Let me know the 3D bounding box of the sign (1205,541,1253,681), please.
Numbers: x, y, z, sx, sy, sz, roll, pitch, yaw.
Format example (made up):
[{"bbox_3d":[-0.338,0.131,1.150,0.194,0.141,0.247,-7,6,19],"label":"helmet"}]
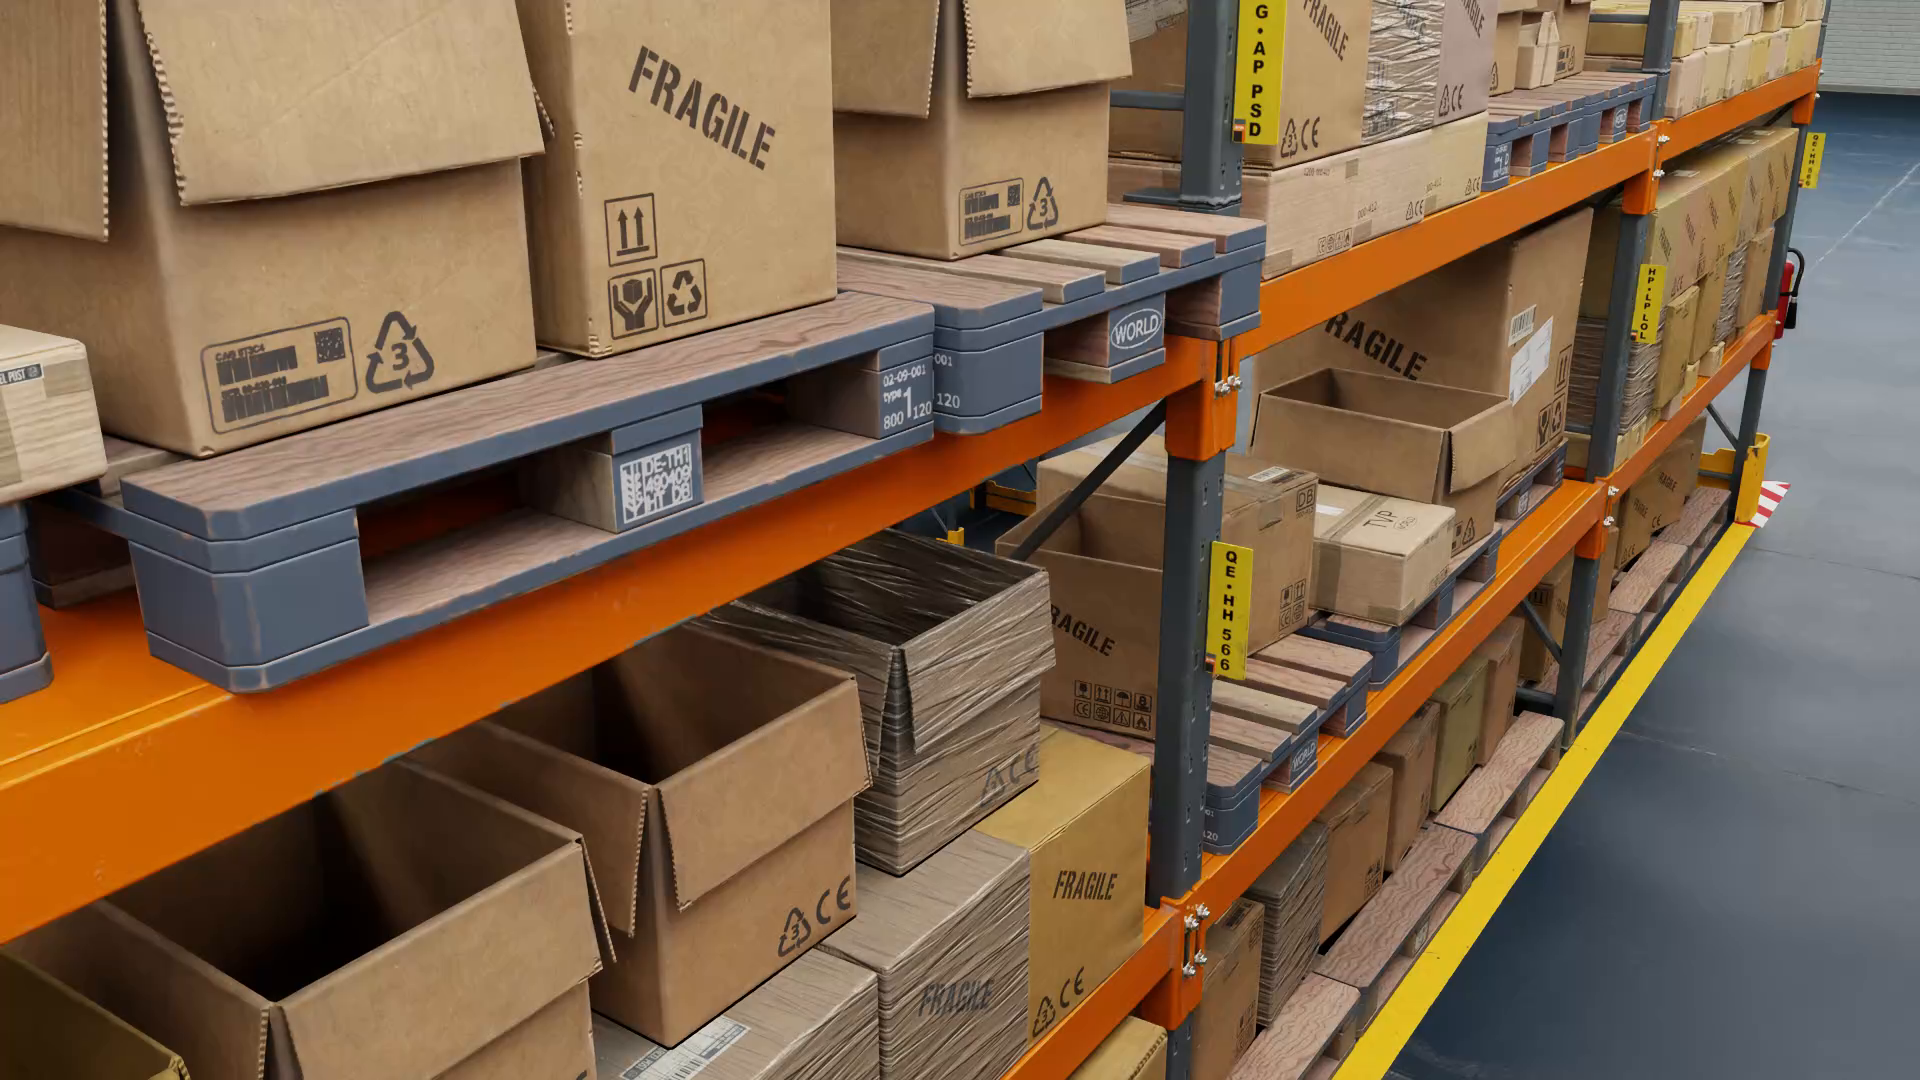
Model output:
[{"bbox_3d":[0.618,0.165,3.826,0.100,0.325,0.005,13,24,32],"label":"sign"}]

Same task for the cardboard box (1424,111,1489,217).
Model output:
[{"bbox_3d":[1.202,-1.118,4.855,0.500,0.250,0.500,14,24,33],"label":"cardboard box"}]

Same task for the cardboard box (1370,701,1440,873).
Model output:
[{"bbox_3d":[1.445,0.885,6.518,0.700,0.500,0.500,11,23,27],"label":"cardboard box"}]

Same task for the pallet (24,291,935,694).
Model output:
[{"bbox_3d":[-0.787,-0.201,2.433,1.003,0.211,1.213,15,25,34],"label":"pallet"}]

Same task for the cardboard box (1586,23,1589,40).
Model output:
[{"bbox_3d":[2.576,-2.279,7.420,0.380,0.149,0.250,14,24,32],"label":"cardboard box"}]

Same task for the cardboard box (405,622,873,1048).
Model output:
[{"bbox_3d":[-0.635,0.476,3.063,0.797,0.503,0.637,14,24,33],"label":"cardboard box"}]

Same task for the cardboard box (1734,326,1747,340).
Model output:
[{"bbox_3d":[4.426,-1.301,9.822,0.380,0.149,0.250,13,24,32],"label":"cardboard box"}]

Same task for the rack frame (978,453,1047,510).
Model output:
[{"bbox_3d":[0.334,-0.874,10.465,0.500,1.500,0.032,13,24,32],"label":"rack frame"}]

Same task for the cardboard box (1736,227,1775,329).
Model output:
[{"bbox_3d":[4.141,-1.562,9.591,0.875,0.500,0.500,13,24,32],"label":"cardboard box"}]

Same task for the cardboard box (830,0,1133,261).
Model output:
[{"bbox_3d":[-0.126,-0.863,3.195,0.797,0.503,0.637,15,25,35],"label":"cardboard box"}]

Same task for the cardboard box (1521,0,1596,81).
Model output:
[{"bbox_3d":[2.060,-2.084,6.497,0.797,0.503,0.637,12,23,29],"label":"cardboard box"}]

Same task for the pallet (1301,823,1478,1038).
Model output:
[{"bbox_3d":[1.285,1.336,6.349,1.003,0.211,1.213,13,24,32],"label":"pallet"}]

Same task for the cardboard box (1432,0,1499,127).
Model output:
[{"bbox_3d":[1.200,-1.463,4.707,0.500,0.500,0.500,12,24,30],"label":"cardboard box"}]

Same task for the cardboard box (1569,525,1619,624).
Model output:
[{"bbox_3d":[2.980,0.156,8.518,0.500,0.500,0.500,-15,25,-35],"label":"cardboard box"}]

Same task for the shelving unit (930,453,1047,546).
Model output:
[{"bbox_3d":[0.043,-0.725,10.064,0.587,1.500,1.083,13,24,32],"label":"shelving unit"}]

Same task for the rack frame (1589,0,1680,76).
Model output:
[{"bbox_3d":[2.406,-3.361,6.379,1.000,3.000,0.127,13,24,32],"label":"rack frame"}]

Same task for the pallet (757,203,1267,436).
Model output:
[{"bbox_3d":[-0.160,-0.523,3.302,1.213,0.211,1.003,15,25,34],"label":"pallet"}]

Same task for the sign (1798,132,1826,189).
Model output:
[{"bbox_3d":[5.102,-2.272,9.959,0.100,0.325,0.005,13,24,32],"label":"sign"}]

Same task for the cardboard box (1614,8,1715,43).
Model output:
[{"bbox_3d":[3.210,-2.346,7.601,0.380,0.149,0.250,14,25,33],"label":"cardboard box"}]

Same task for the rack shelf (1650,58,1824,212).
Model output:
[{"bbox_3d":[3.530,-2.190,8.576,1.077,0.370,4.000,13,24,32],"label":"rack shelf"}]

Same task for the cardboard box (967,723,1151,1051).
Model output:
[{"bbox_3d":[0.085,0.744,3.787,0.500,0.500,0.500,14,25,33],"label":"cardboard box"}]

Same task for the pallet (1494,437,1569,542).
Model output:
[{"bbox_3d":[1.856,-0.266,6.937,1.003,0.211,1.213,13,24,32],"label":"pallet"}]

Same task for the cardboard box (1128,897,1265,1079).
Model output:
[{"bbox_3d":[0.518,1.371,5.205,0.700,0.500,0.500,12,23,29],"label":"cardboard box"}]

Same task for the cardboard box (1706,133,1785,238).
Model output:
[{"bbox_3d":[4.274,-1.999,9.333,0.500,0.500,0.500,13,24,32],"label":"cardboard box"}]

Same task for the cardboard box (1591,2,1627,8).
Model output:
[{"bbox_3d":[3.086,-2.599,8.286,0.380,0.149,0.250,15,25,34],"label":"cardboard box"}]

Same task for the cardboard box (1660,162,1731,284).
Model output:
[{"bbox_3d":[3.431,-1.569,8.169,0.500,0.500,0.500,13,24,32],"label":"cardboard box"}]

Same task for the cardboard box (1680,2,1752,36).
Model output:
[{"bbox_3d":[3.662,-2.566,8.195,0.380,0.149,0.250,14,24,33],"label":"cardboard box"}]

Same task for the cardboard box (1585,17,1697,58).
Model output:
[{"bbox_3d":[2.844,-2.104,6.946,0.380,0.149,0.250,12,24,30],"label":"cardboard box"}]

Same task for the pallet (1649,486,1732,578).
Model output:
[{"bbox_3d":[4.126,-0.139,10.336,1.003,0.211,1.213,13,24,32],"label":"pallet"}]

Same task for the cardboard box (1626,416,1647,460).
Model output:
[{"bbox_3d":[2.927,-0.501,7.659,0.380,0.149,0.250,13,24,32],"label":"cardboard box"}]

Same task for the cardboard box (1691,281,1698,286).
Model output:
[{"bbox_3d":[3.218,-1.150,8.478,0.875,0.500,0.500,13,24,32],"label":"cardboard box"}]

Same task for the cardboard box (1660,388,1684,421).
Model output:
[{"bbox_3d":[3.352,-0.716,8.239,0.380,0.149,0.250,13,24,32],"label":"cardboard box"}]

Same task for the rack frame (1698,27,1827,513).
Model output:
[{"bbox_3d":[4.655,-1.695,10.523,1.000,3.000,0.127,13,24,32],"label":"rack frame"}]

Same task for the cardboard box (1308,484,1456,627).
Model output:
[{"bbox_3d":[1.290,0.038,5.449,0.500,0.250,0.500,12,24,30],"label":"cardboard box"}]

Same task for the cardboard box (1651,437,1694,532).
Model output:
[{"bbox_3d":[3.982,-0.365,9.926,0.500,0.500,0.500,-17,26,-38],"label":"cardboard box"}]

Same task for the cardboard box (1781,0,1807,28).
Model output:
[{"bbox_3d":[4.329,-2.849,8.962,0.380,0.149,0.250,13,24,32],"label":"cardboard box"}]

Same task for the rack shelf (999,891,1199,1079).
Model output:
[{"bbox_3d":[-0.967,1.512,2.891,1.077,0.370,4.000,13,24,32],"label":"rack shelf"}]

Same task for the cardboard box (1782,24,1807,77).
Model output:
[{"bbox_3d":[4.316,-2.700,9.132,0.500,0.250,0.500,13,24,32],"label":"cardboard box"}]

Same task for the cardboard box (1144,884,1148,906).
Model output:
[{"bbox_3d":[0.509,1.017,5.080,0.500,0.250,0.500,14,25,34],"label":"cardboard box"}]

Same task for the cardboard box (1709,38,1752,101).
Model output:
[{"bbox_3d":[3.452,-2.256,7.933,0.500,0.250,0.500,12,24,30],"label":"cardboard box"}]

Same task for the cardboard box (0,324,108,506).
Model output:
[{"bbox_3d":[-1.130,-0.136,1.741,0.380,0.149,0.250,12,24,30],"label":"cardboard box"}]
